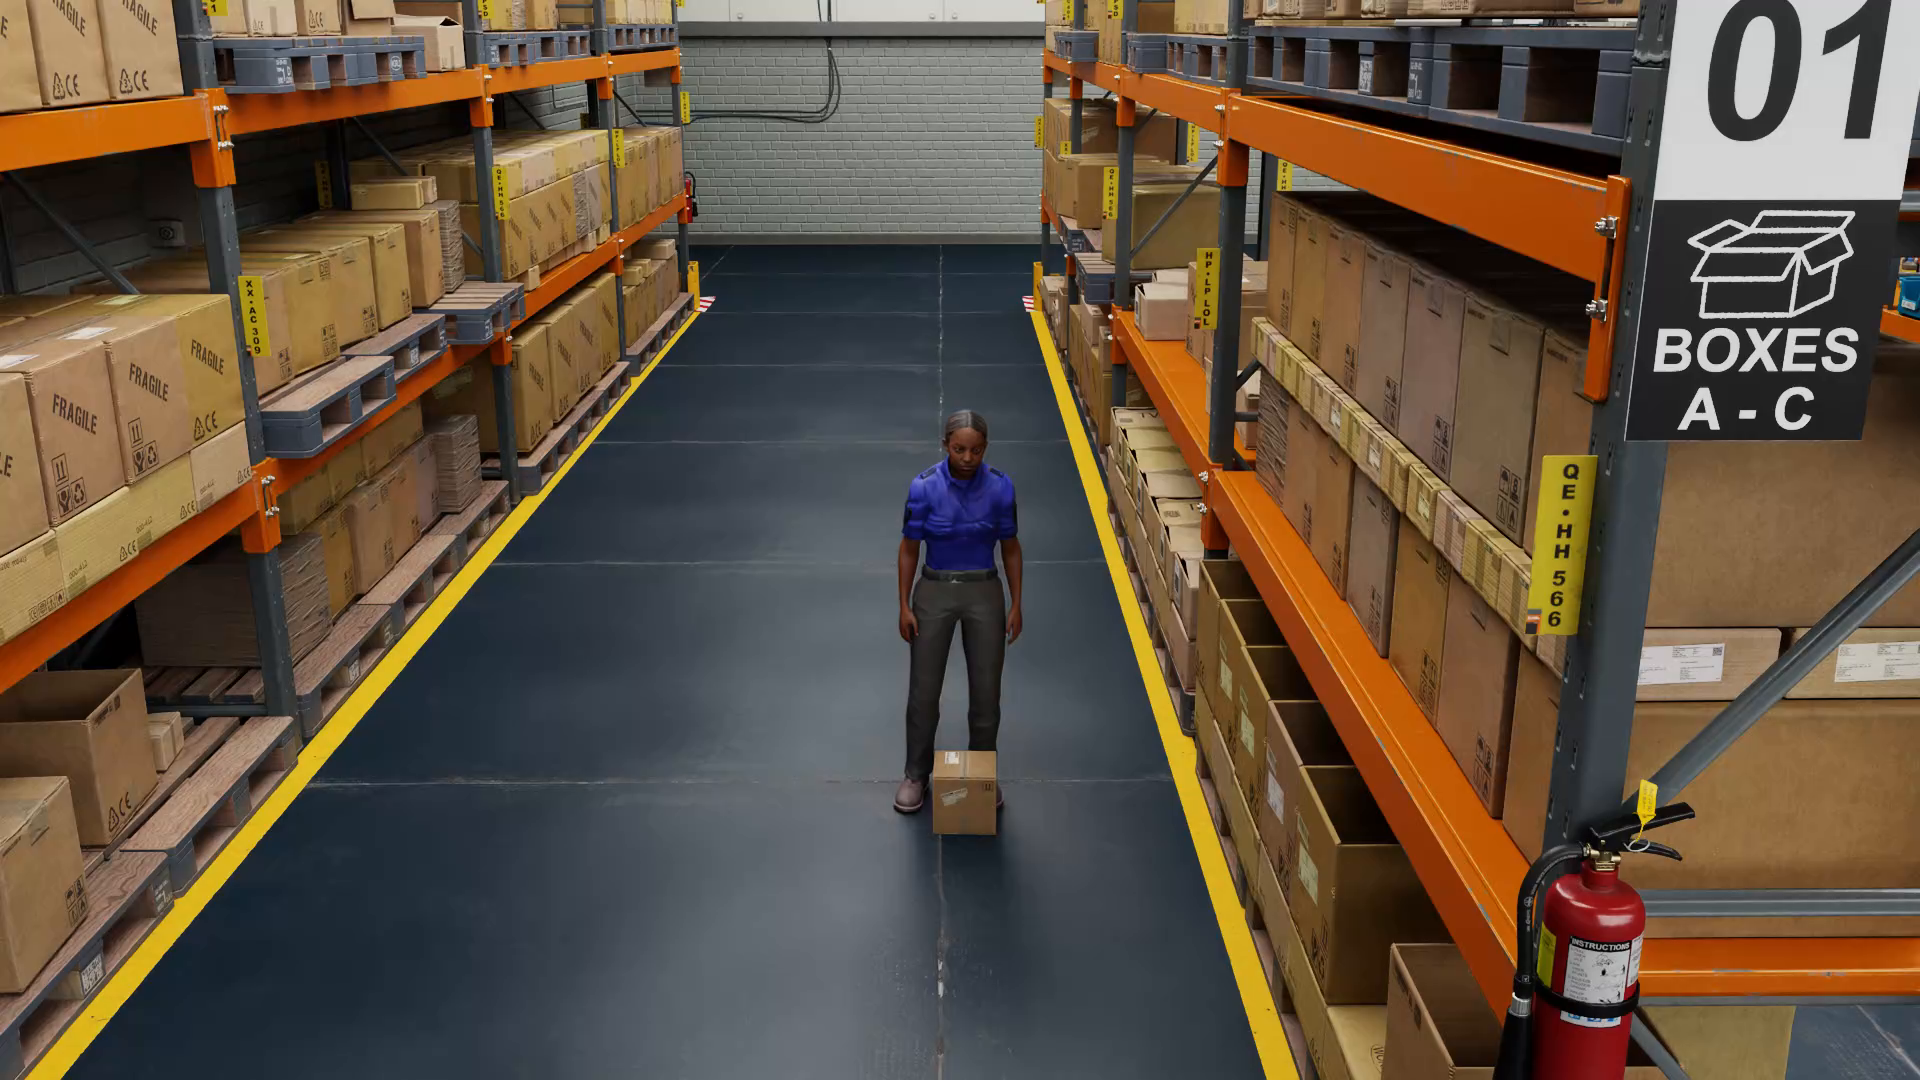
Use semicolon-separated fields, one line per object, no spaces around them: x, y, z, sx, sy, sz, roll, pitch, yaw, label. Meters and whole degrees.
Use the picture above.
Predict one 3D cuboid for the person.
-0.012;0.272;6.675;0.531;1.656;0.346;-1;17;-3;person
